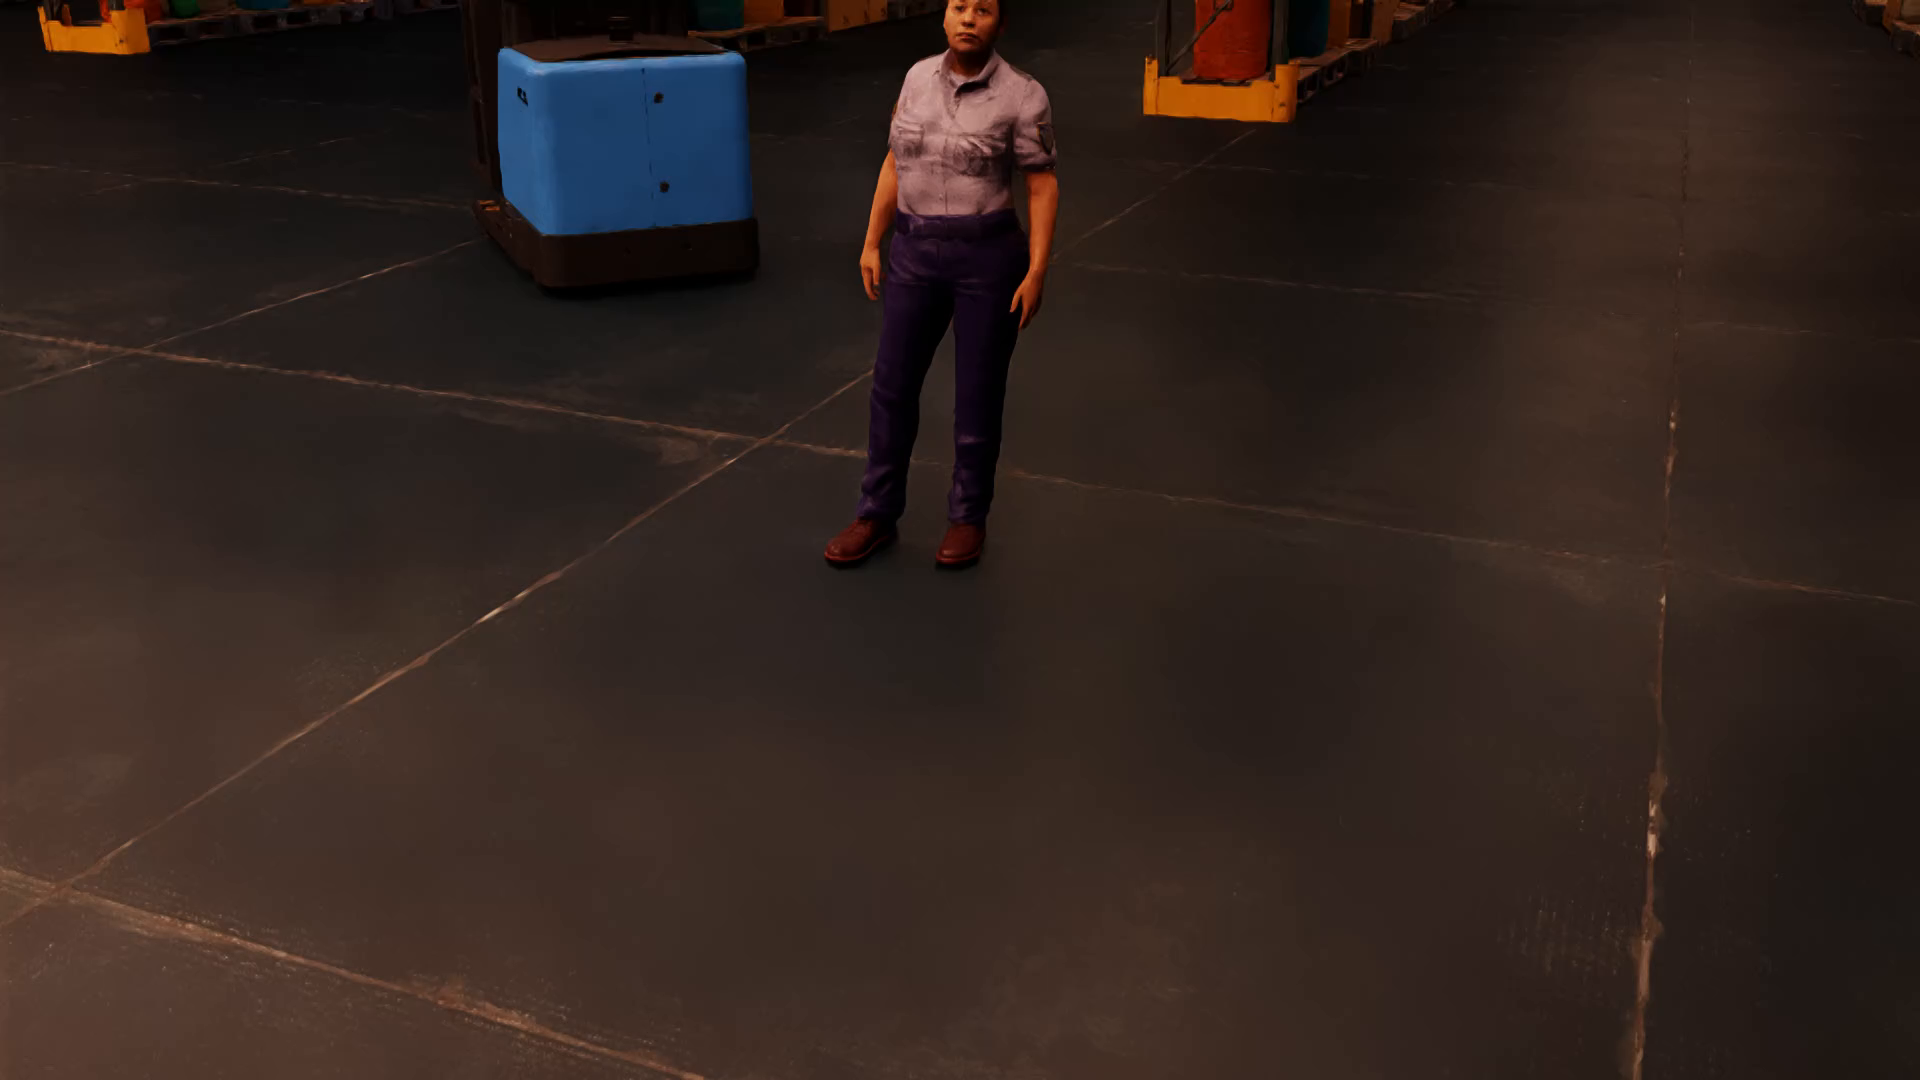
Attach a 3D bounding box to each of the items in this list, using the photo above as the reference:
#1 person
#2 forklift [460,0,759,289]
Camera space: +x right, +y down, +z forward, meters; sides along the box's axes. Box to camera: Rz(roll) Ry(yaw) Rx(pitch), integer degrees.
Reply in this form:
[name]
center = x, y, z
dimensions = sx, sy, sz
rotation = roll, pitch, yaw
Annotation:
[person]
center = -0.055, -0.733, 4.706
dimensions = 0.599, 1.640, 0.502
rotation = 9, 24, 21
[forklift]
center = -2.047, -3.057, 8.606
dimensions = 1.130, 2.935, 3.031
rotation = -10, 25, -22
